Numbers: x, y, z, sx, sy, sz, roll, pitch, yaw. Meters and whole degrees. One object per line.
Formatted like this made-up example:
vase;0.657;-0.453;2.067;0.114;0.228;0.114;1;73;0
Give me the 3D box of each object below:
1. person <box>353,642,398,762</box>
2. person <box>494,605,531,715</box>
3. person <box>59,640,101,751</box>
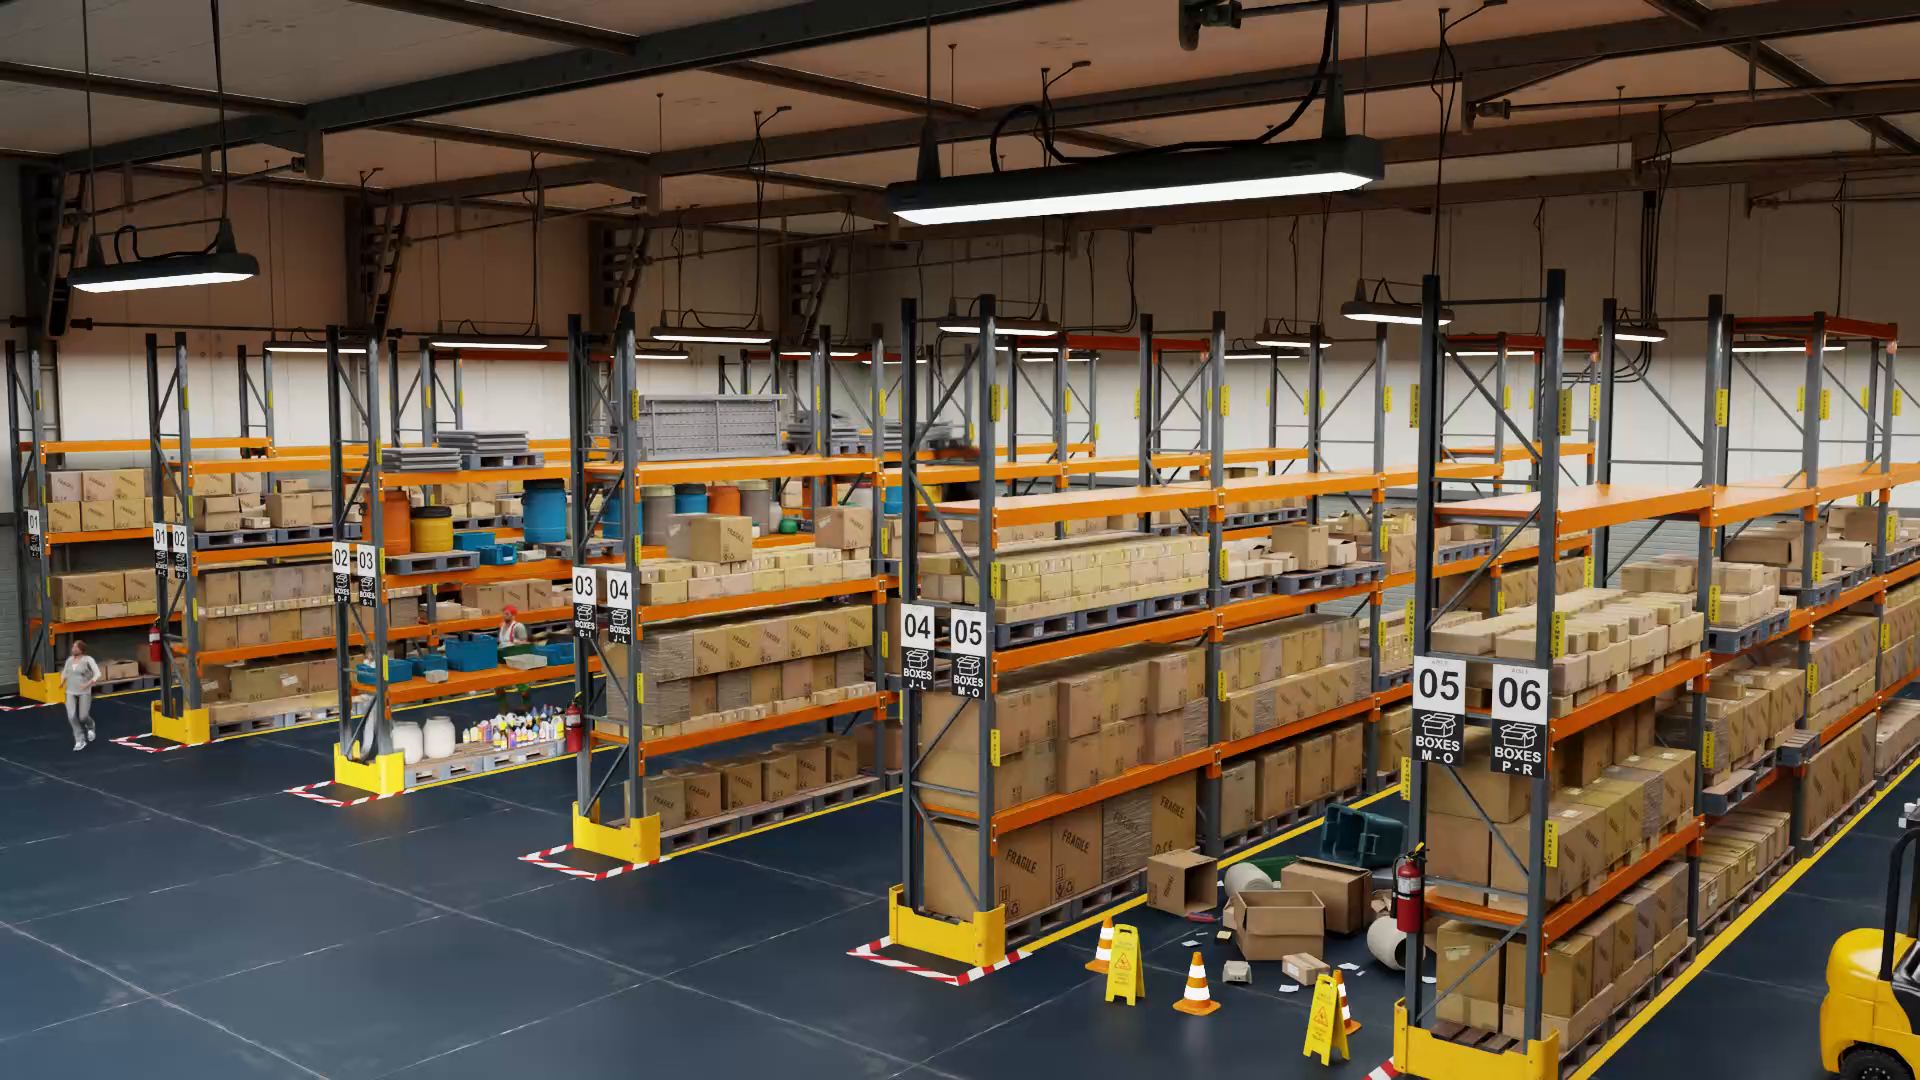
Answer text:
person;-8.211;2.243;23.421;0.625;1.676;0.888;2;6;26
person;-7.074;1.919;26.344;0.634;1.811;0.796;2;6;23
person;-12.754;2.236;24.125;0.561;1.584;0.559;-1;5;-7
